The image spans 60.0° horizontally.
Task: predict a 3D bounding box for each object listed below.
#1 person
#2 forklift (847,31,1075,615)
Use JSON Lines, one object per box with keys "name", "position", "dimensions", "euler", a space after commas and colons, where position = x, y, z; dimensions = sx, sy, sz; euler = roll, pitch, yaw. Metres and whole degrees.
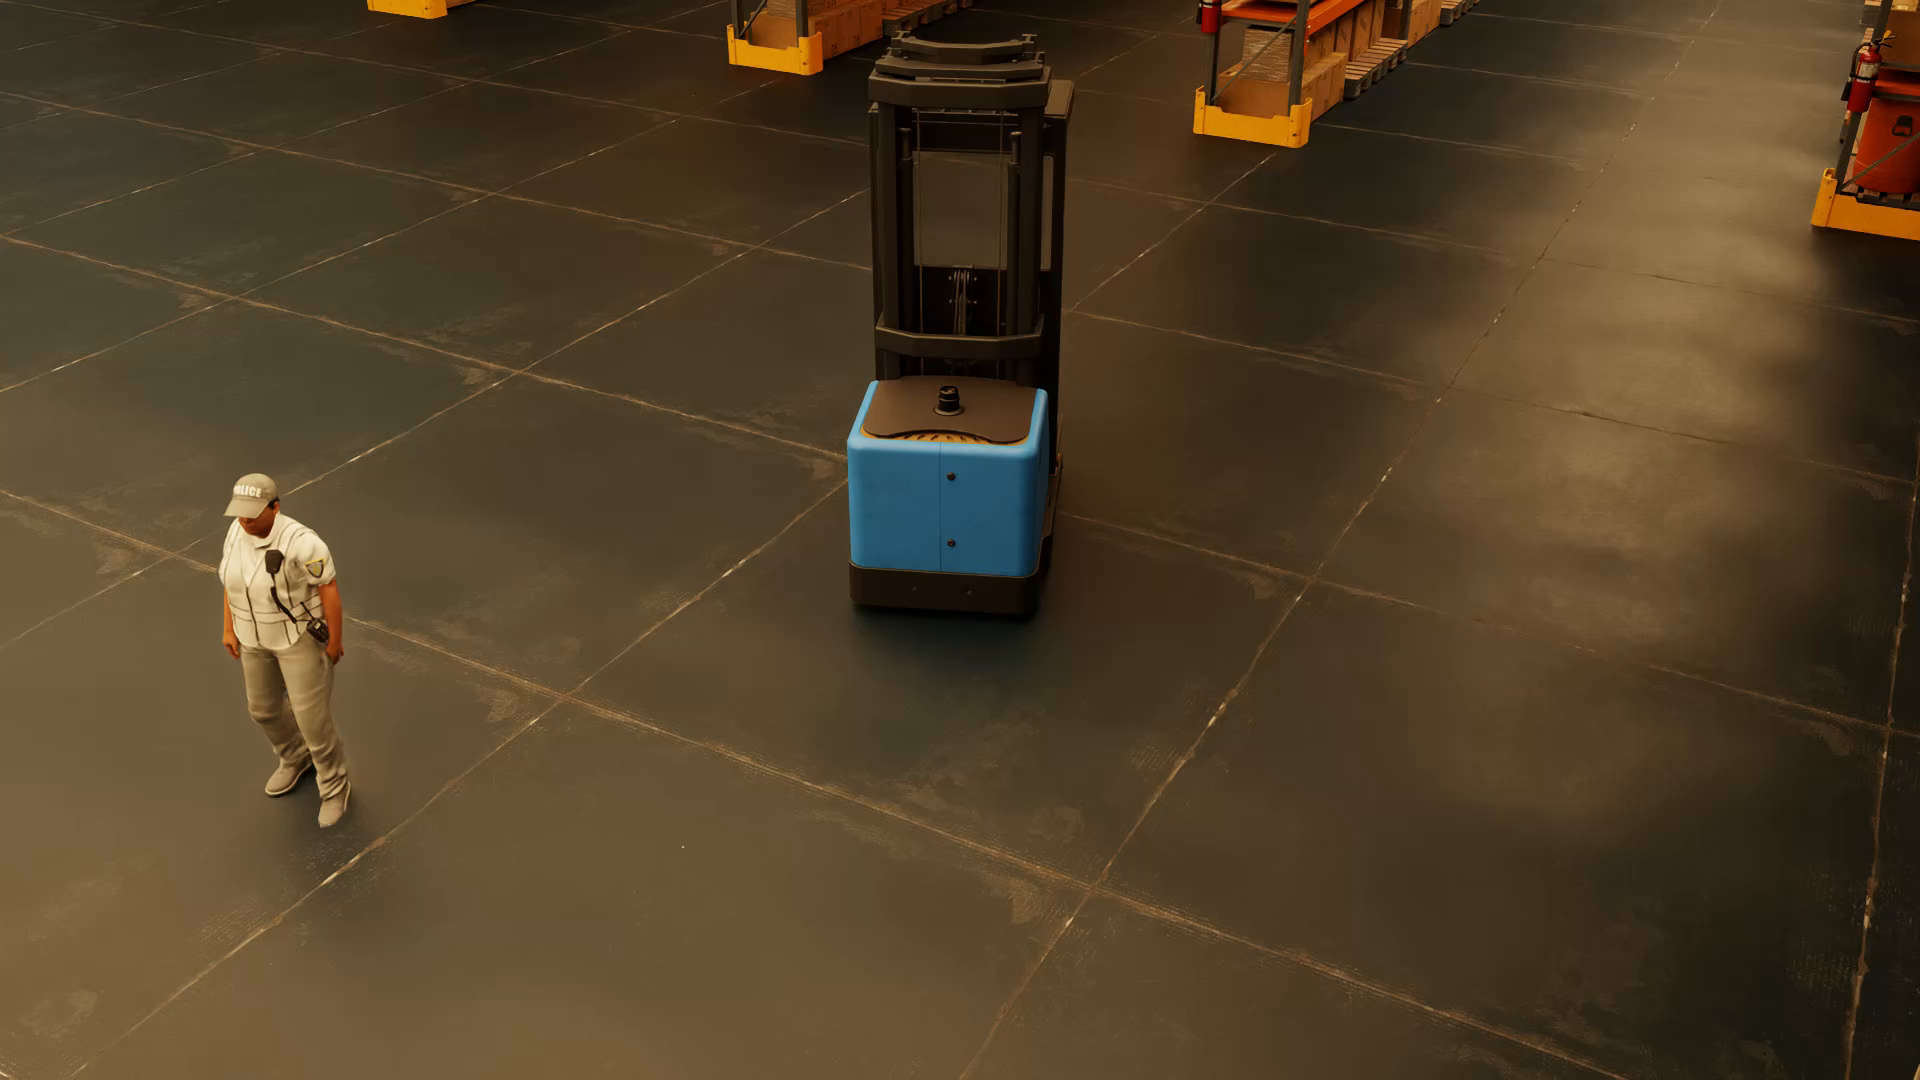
{"name": "person", "position": [-3.094, 0.485, 7.549], "dimensions": [0.556, 1.700, 0.502], "euler": [8, 31, 14]}
{"name": "forklift", "position": [0.072, -1.572, 9.794], "dimensions": [1.130, 2.935, 3.031], "euler": [3, 30, 6]}
